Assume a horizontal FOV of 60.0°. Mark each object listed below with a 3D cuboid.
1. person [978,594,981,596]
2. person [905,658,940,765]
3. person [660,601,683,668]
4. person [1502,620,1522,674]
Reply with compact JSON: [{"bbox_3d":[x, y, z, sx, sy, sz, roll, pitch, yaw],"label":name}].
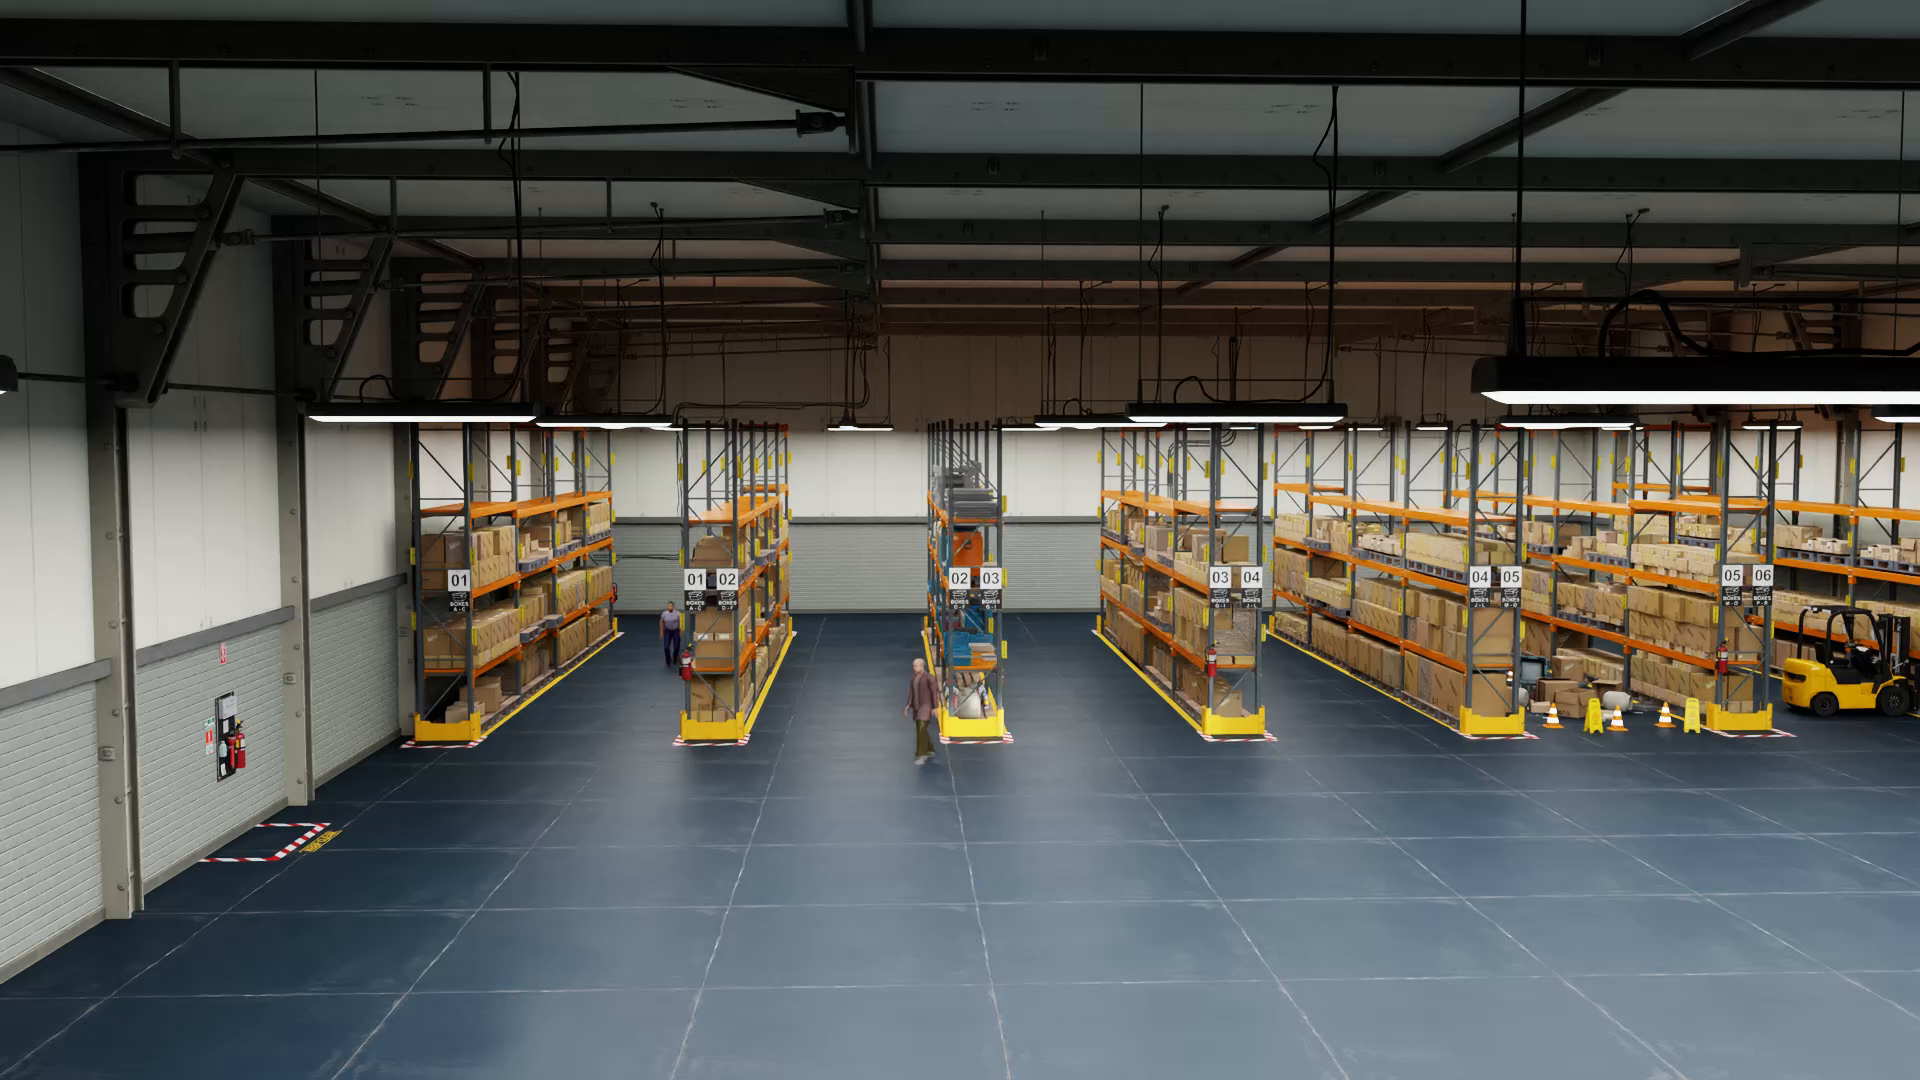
[{"bbox_3d":[0.621,1.809,45.193,0.475,1.619,0.545,3,5,41],"label":"person"},{"bbox_3d":[-0.695,2.982,29.129,0.693,1.807,0.662,-3,5,-38],"label":"person"},{"bbox_3d":[-7.096,2.303,40.924,0.571,1.632,0.558,0,4,-3],"label":"person"},{"bbox_3d":[13.134,2.426,39.323,0.411,1.616,0.630,-1,4,-18],"label":"person"}]
